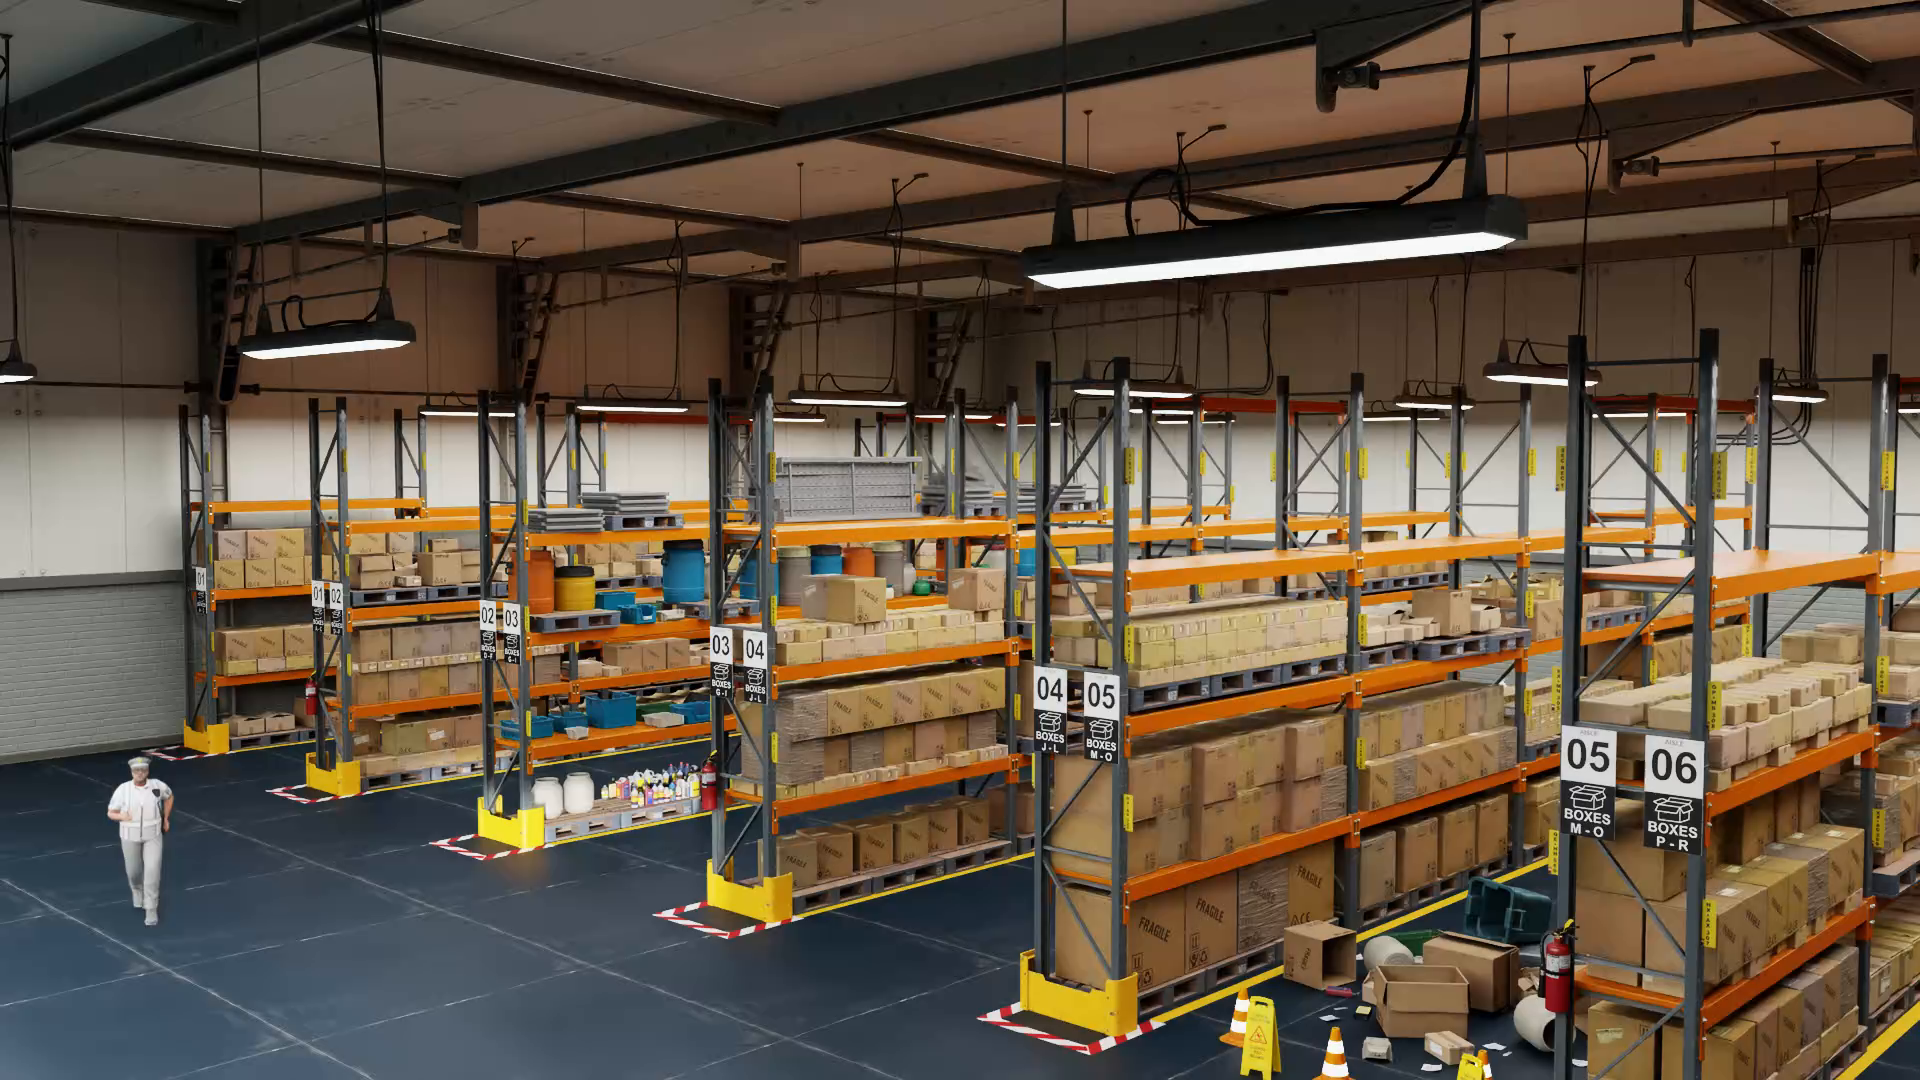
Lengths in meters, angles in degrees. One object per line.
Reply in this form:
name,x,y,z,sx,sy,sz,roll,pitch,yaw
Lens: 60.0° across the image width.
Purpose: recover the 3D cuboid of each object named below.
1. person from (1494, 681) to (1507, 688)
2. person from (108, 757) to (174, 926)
person,8.031,2.982,24.873,0.645,1.740,0.584,3,4,44
person,-9.065,3.285,18.419,0.659,1.793,0.966,-1,3,-26
